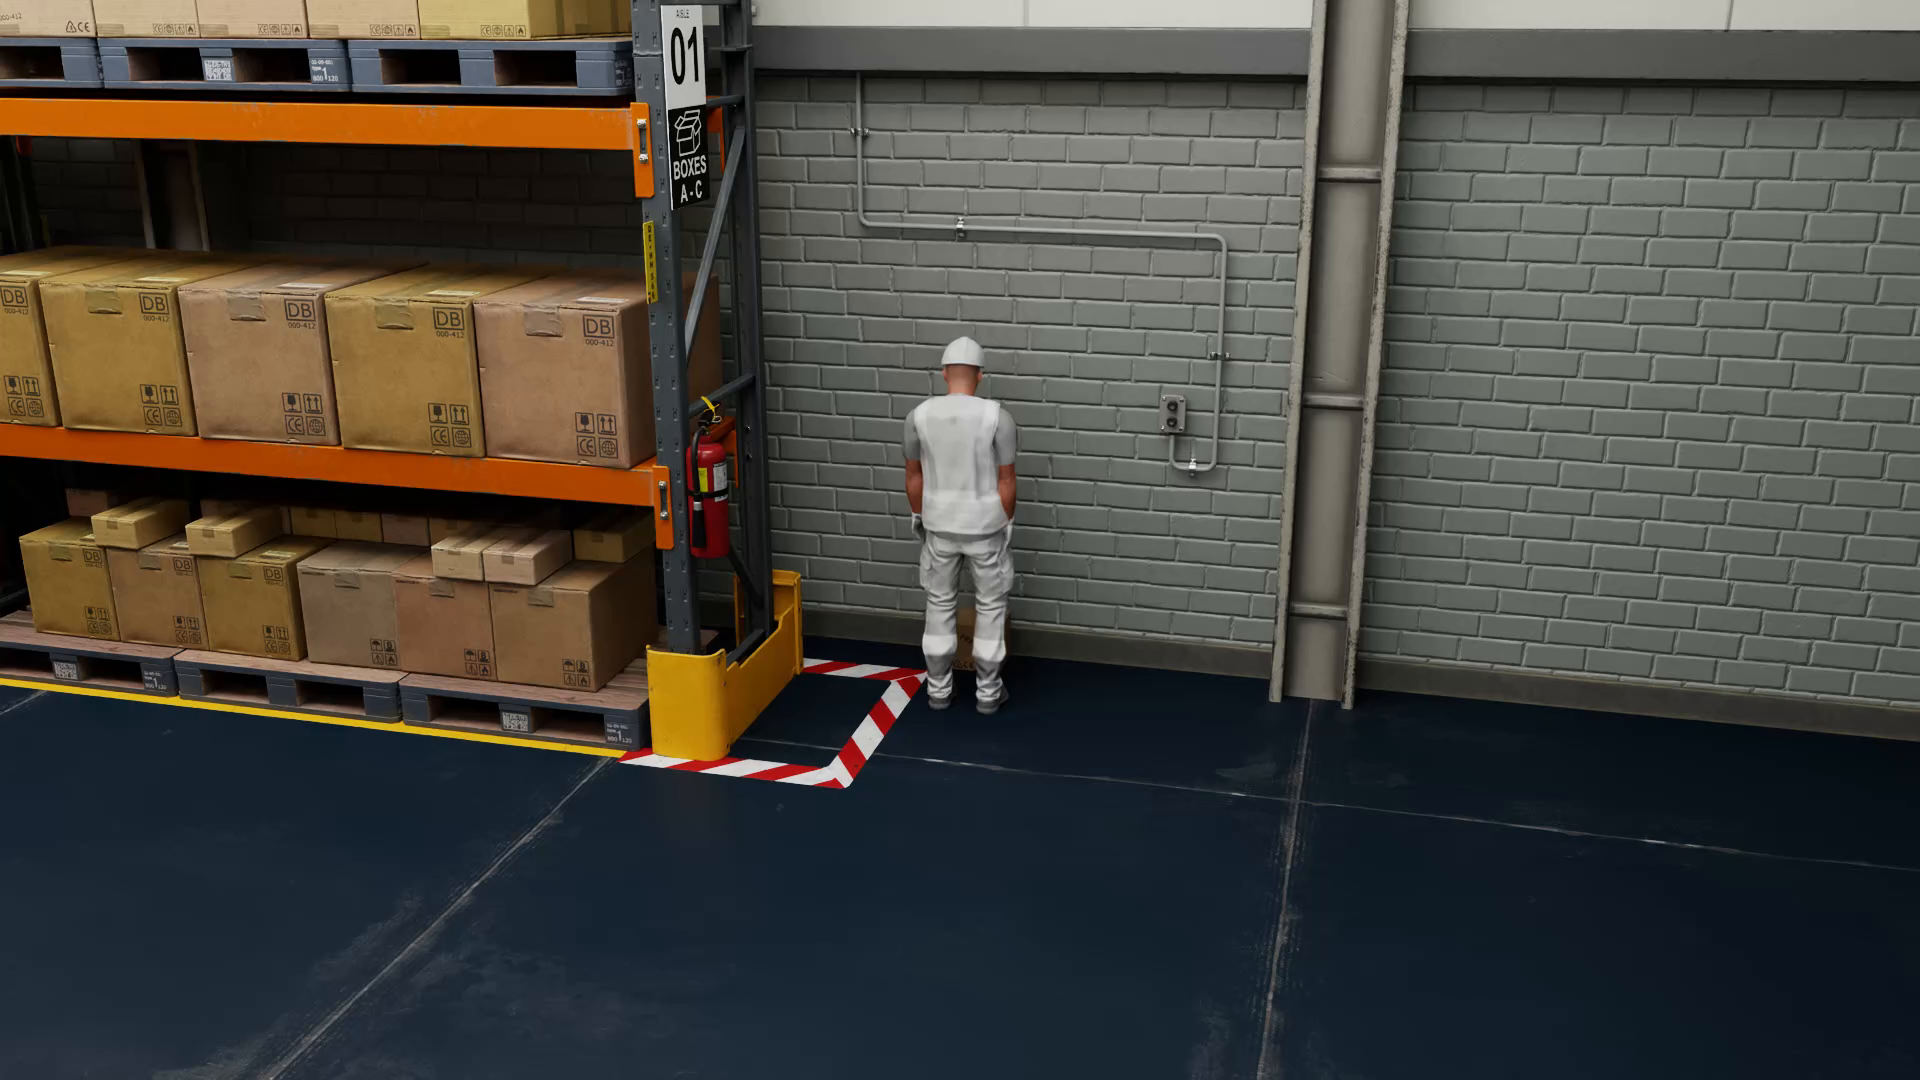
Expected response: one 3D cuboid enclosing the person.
[{"bbox_3d":[0.010,-0.064,7.748,0.533,1.767,0.388,4,19,13],"label":"person"}]
